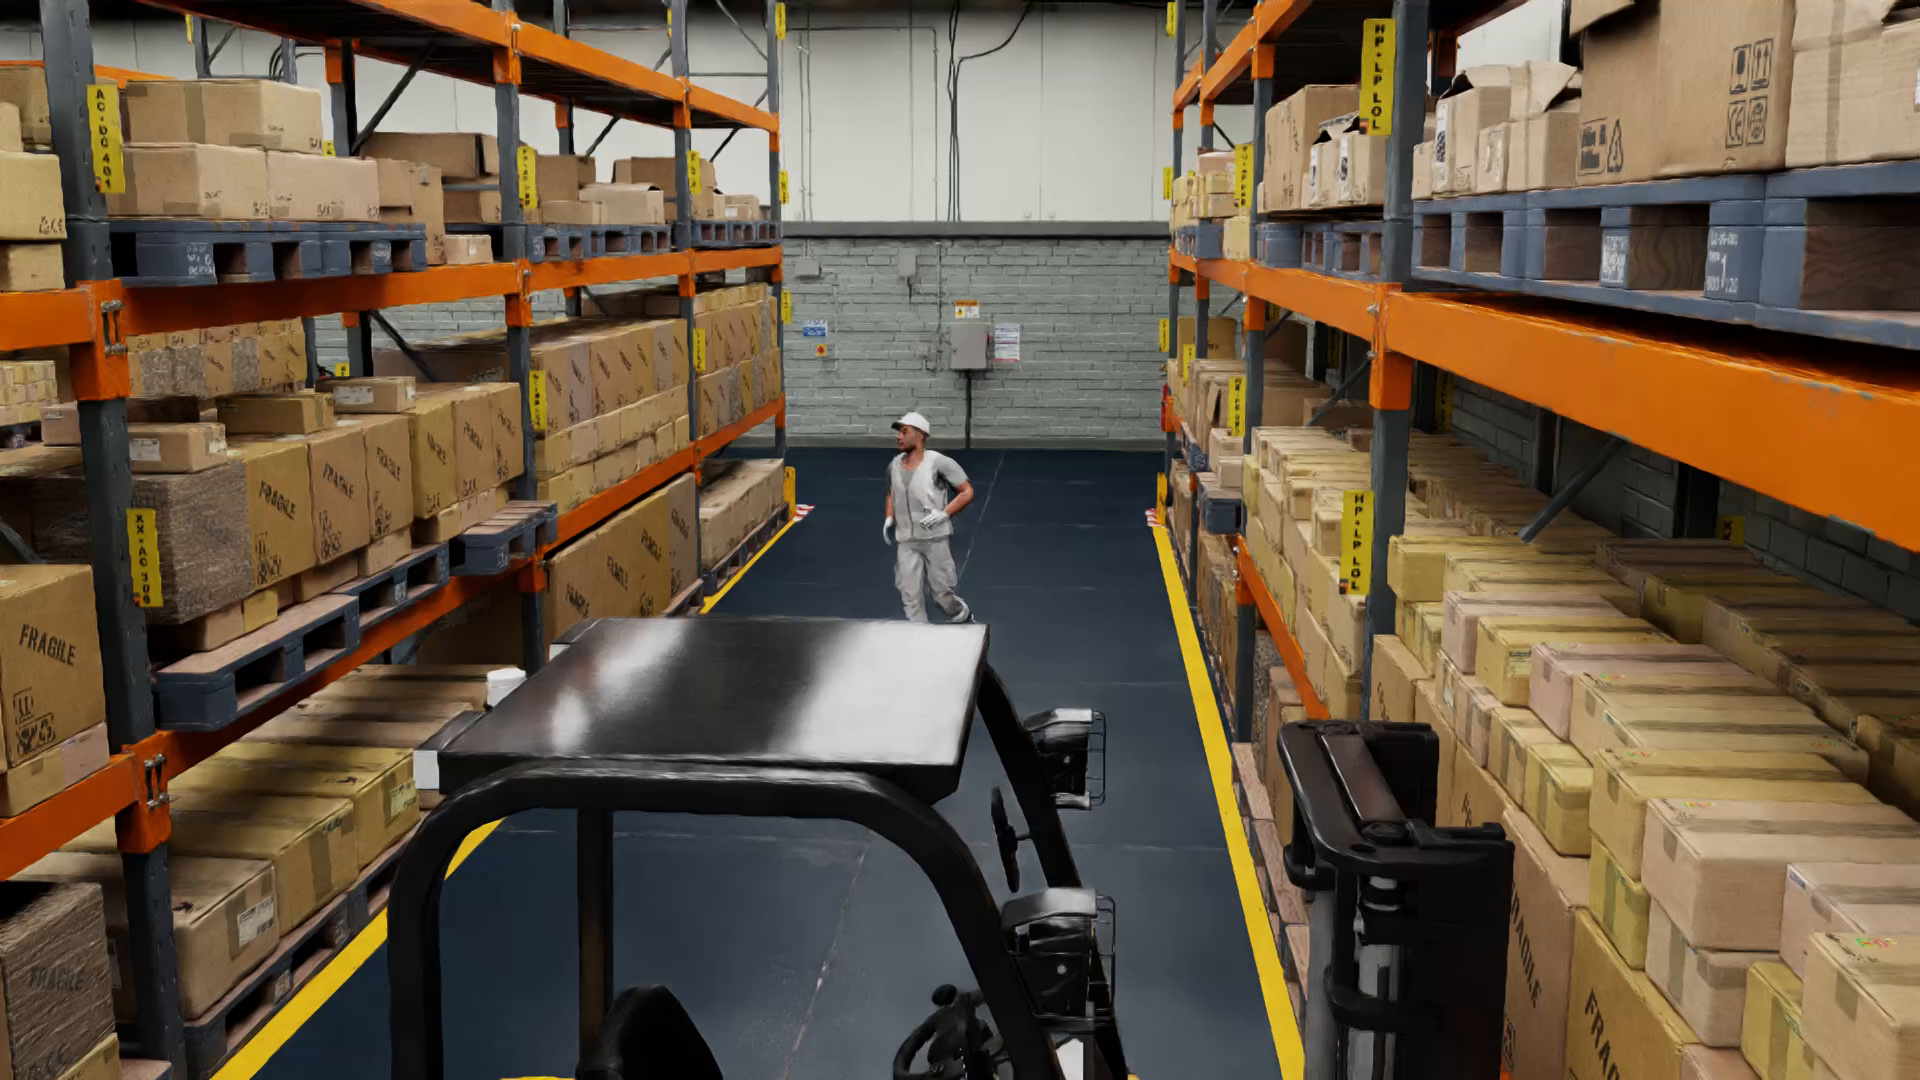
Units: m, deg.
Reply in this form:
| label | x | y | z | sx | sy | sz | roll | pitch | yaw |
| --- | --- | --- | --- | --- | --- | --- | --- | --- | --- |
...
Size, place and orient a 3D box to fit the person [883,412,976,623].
| label | x | y | z | sx | sy | sz | roll | pitch | yaw |
| --- | --- | --- | --- | --- | --- | --- | --- | --- | --- |
| person | -0.279 | 0.027 | 11.249 | 0.718 | 1.756 | 0.889 | 5 | 12 | 26 |
